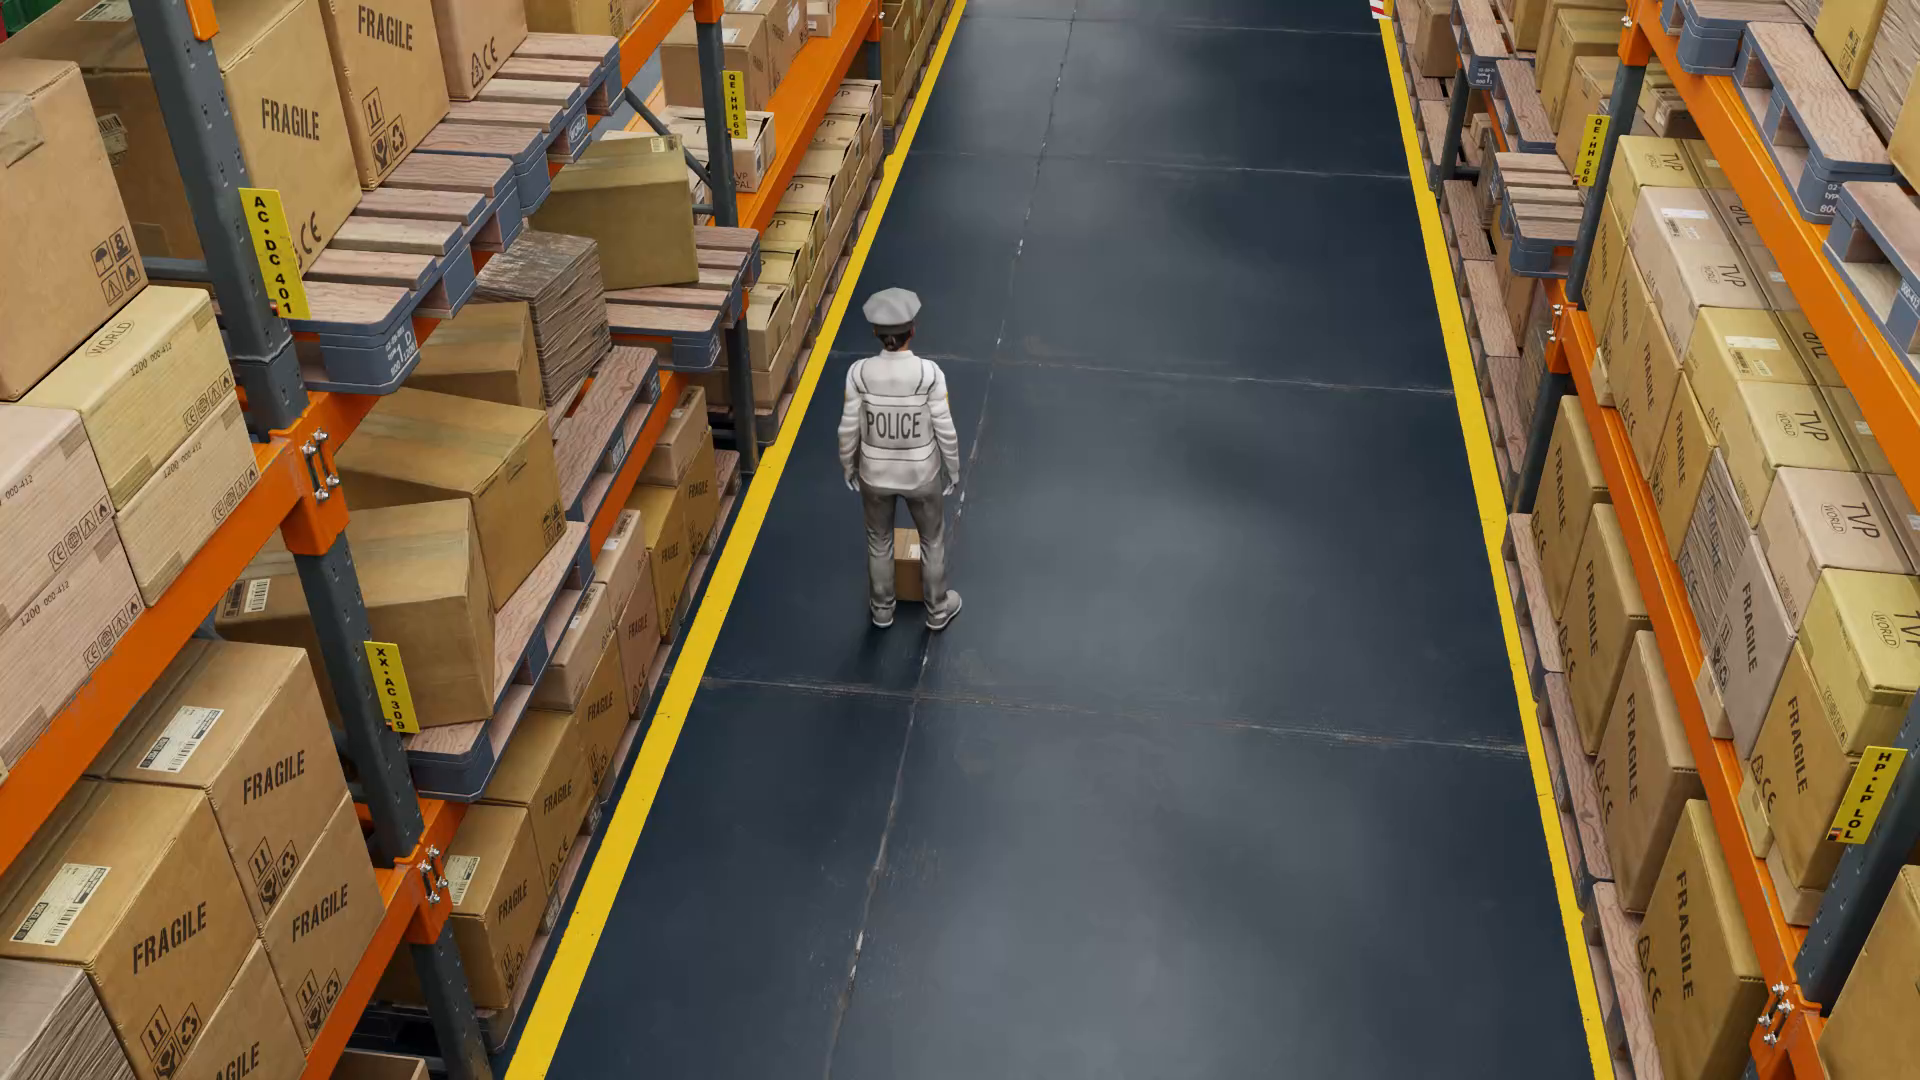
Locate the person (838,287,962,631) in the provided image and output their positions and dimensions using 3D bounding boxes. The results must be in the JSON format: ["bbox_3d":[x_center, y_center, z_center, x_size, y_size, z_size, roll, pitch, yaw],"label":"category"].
[{"bbox_3d":[-0.263,-0.309,7.455,0.526,1.663,0.376,4,36,5],"label":"person"}]
